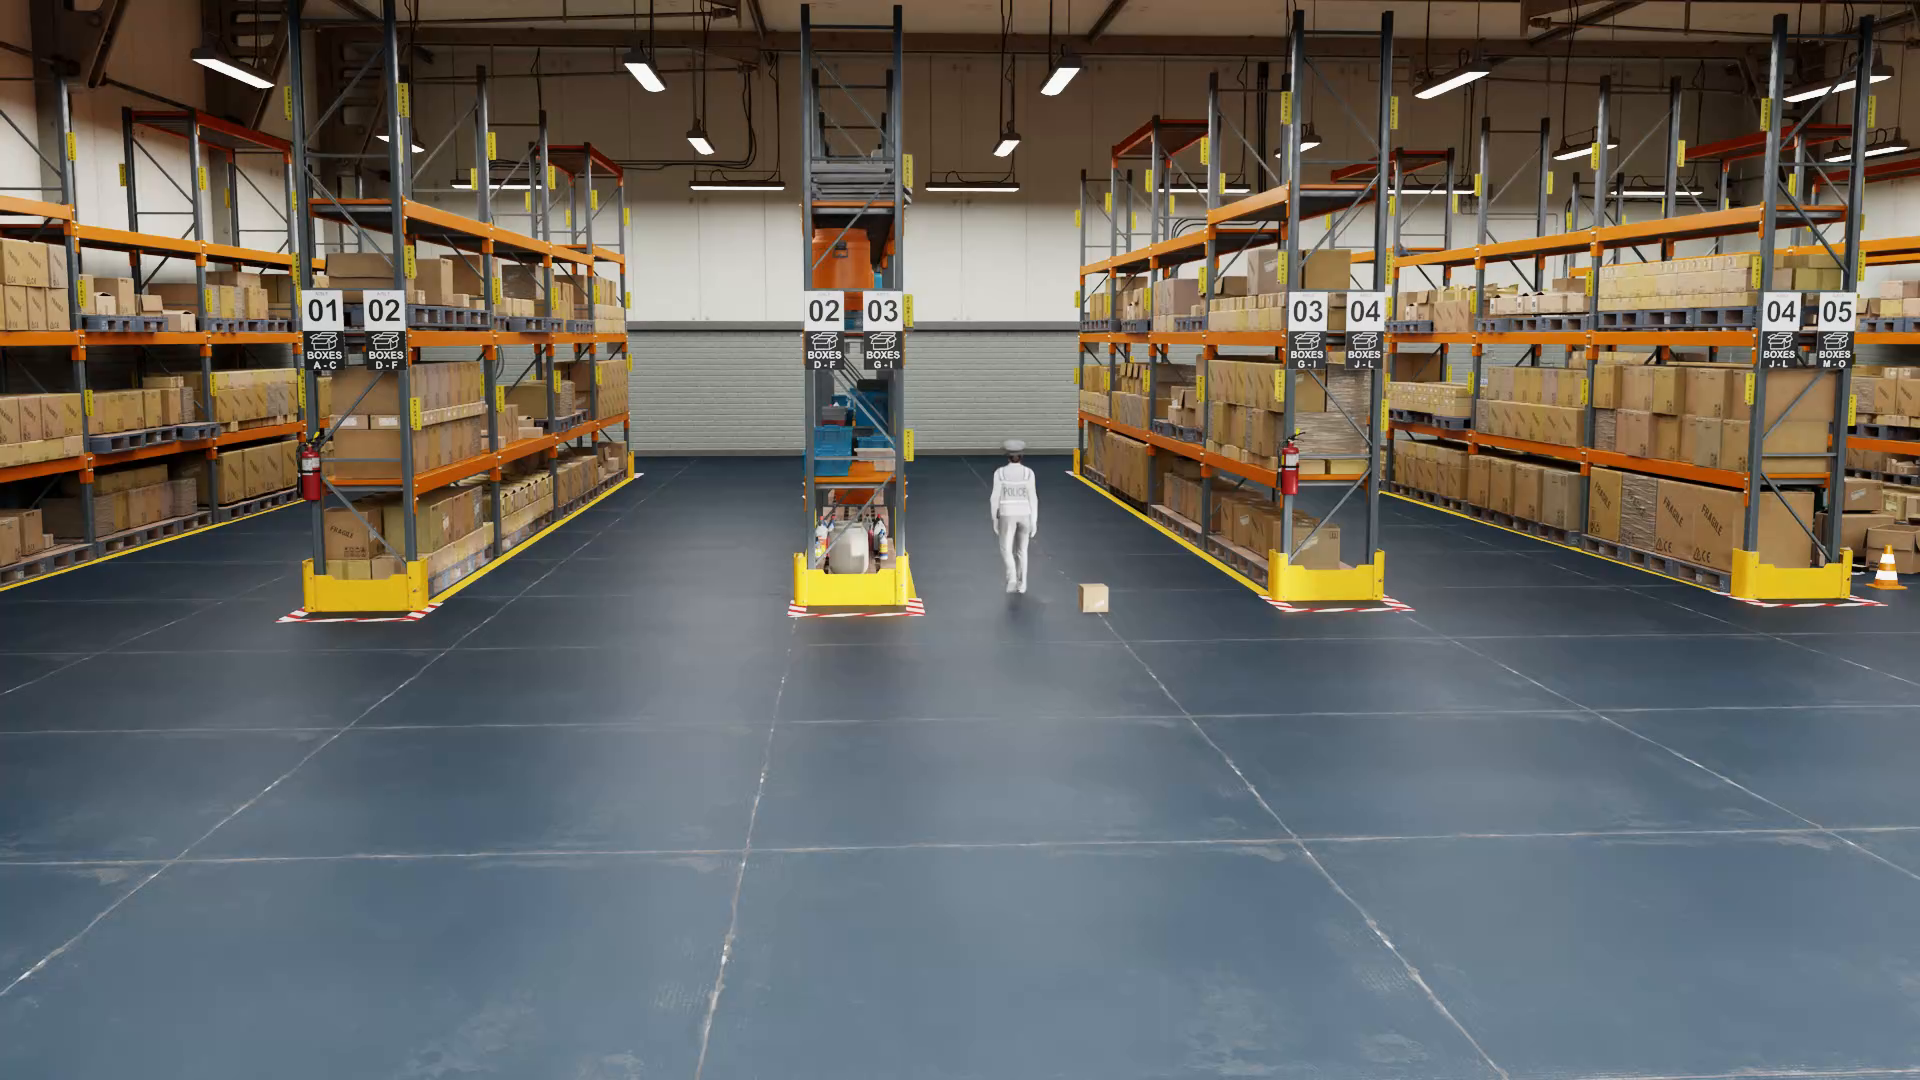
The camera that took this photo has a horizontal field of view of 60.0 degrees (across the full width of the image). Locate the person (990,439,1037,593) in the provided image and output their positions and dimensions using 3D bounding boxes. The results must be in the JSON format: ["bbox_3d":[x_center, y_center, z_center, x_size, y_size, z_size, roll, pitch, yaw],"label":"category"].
[{"bbox_3d":[0.567,-0.229,17.458,0.484,1.646,0.916,-1,7,-5],"label":"person"}]
